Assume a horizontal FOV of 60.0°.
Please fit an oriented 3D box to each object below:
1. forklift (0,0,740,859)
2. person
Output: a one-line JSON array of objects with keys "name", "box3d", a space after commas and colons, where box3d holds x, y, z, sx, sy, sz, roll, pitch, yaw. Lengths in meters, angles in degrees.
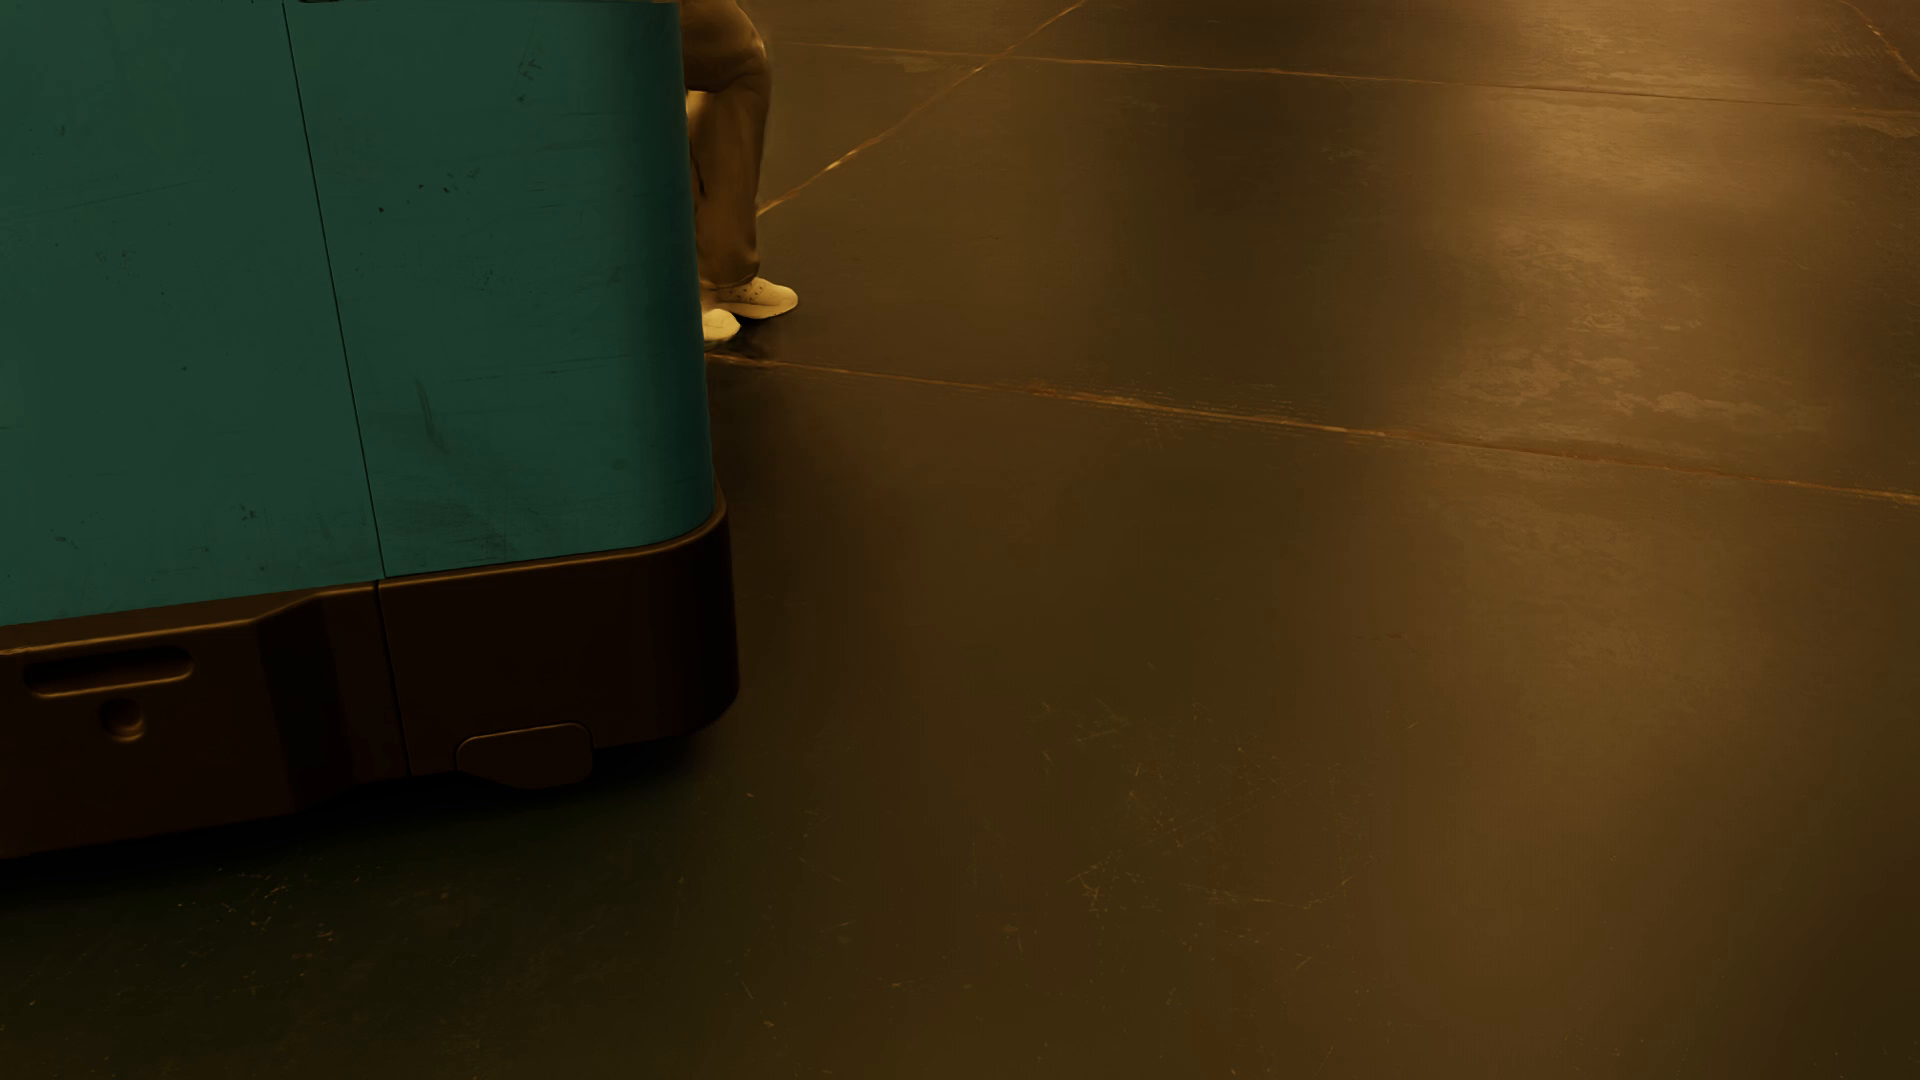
[{"name": "forklift", "box3d": [-1.839, -1.068, 1.368, 3.031, 2.935, 1.130, -7, 28, -14]}, {"name": "person", "box3d": [-0.388, -1.023, 2.988, 0.734, 1.419, 1.052, 13, 30, 24]}]
